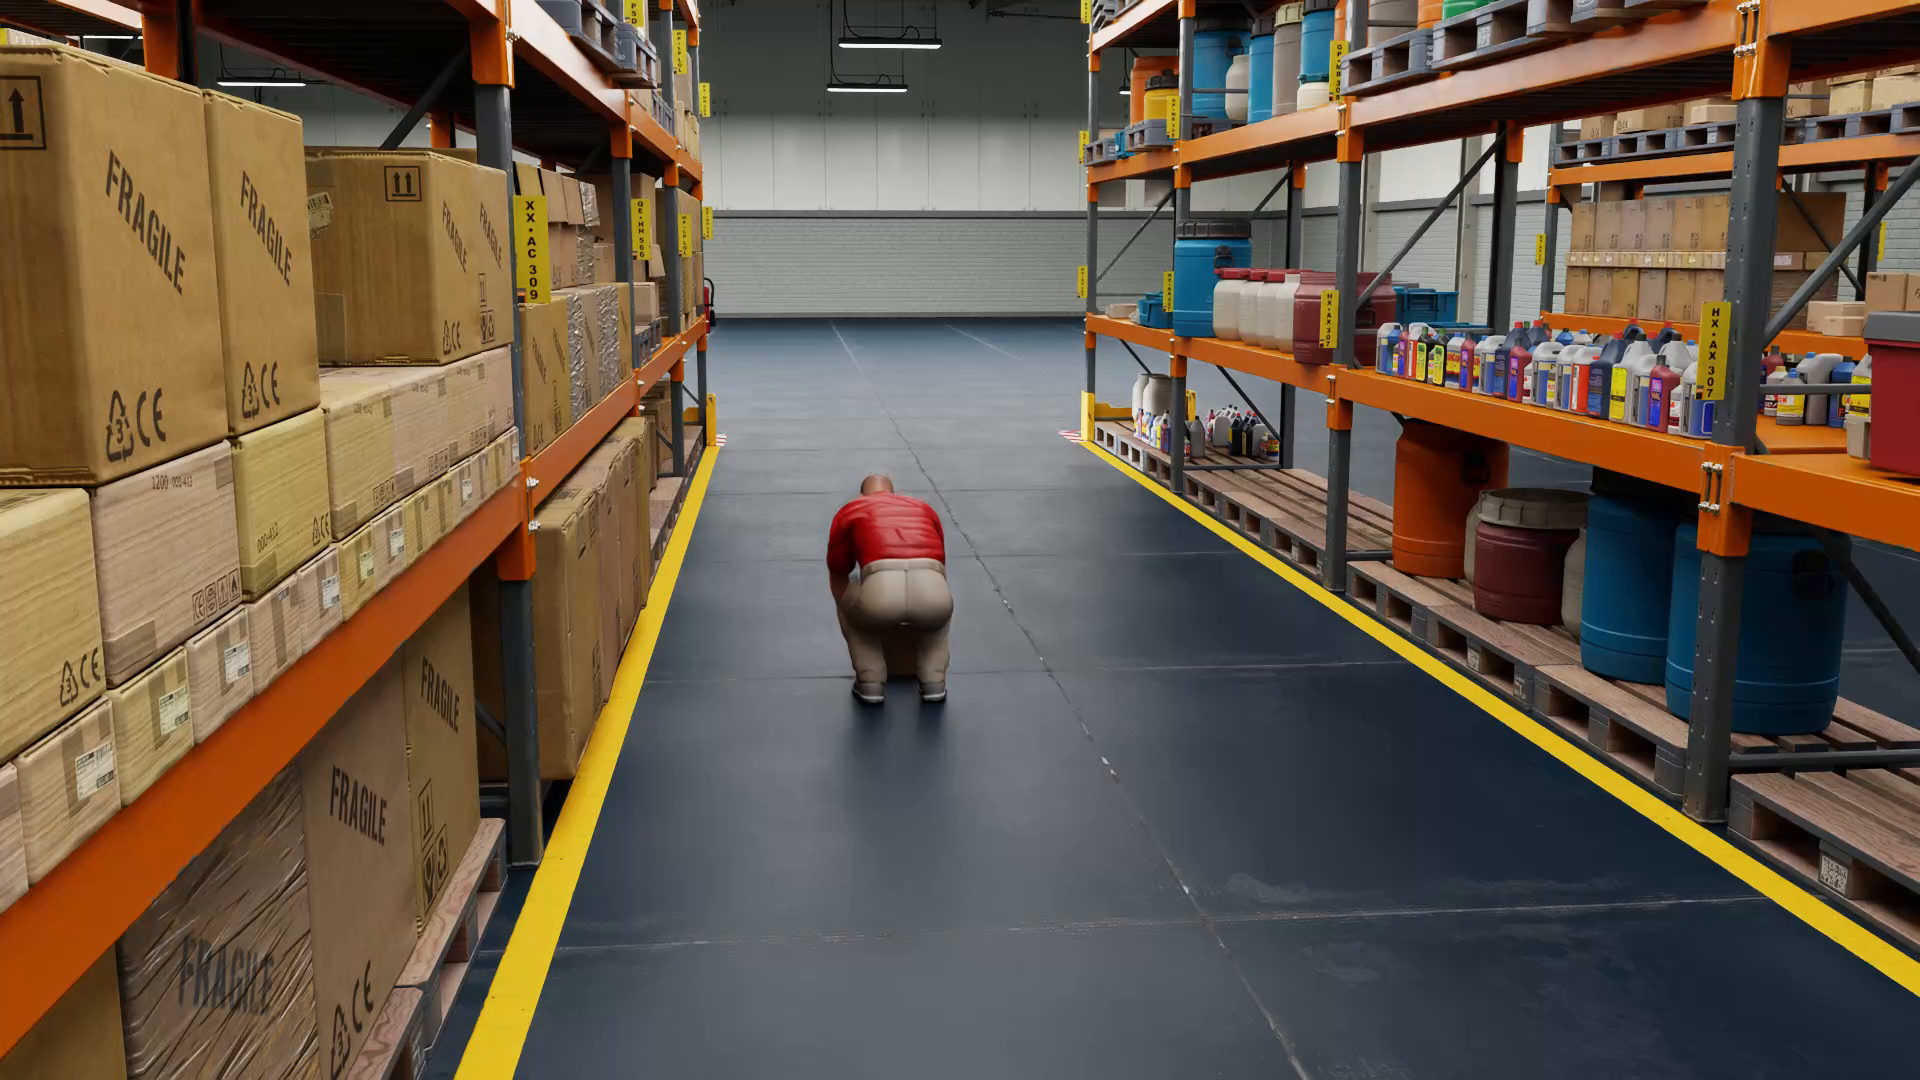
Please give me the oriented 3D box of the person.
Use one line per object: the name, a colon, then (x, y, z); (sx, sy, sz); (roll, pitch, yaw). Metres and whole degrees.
person: (-0.310, 0.215, 7.502); (0.568, 0.949, 0.873); (-1, 10, -6)
